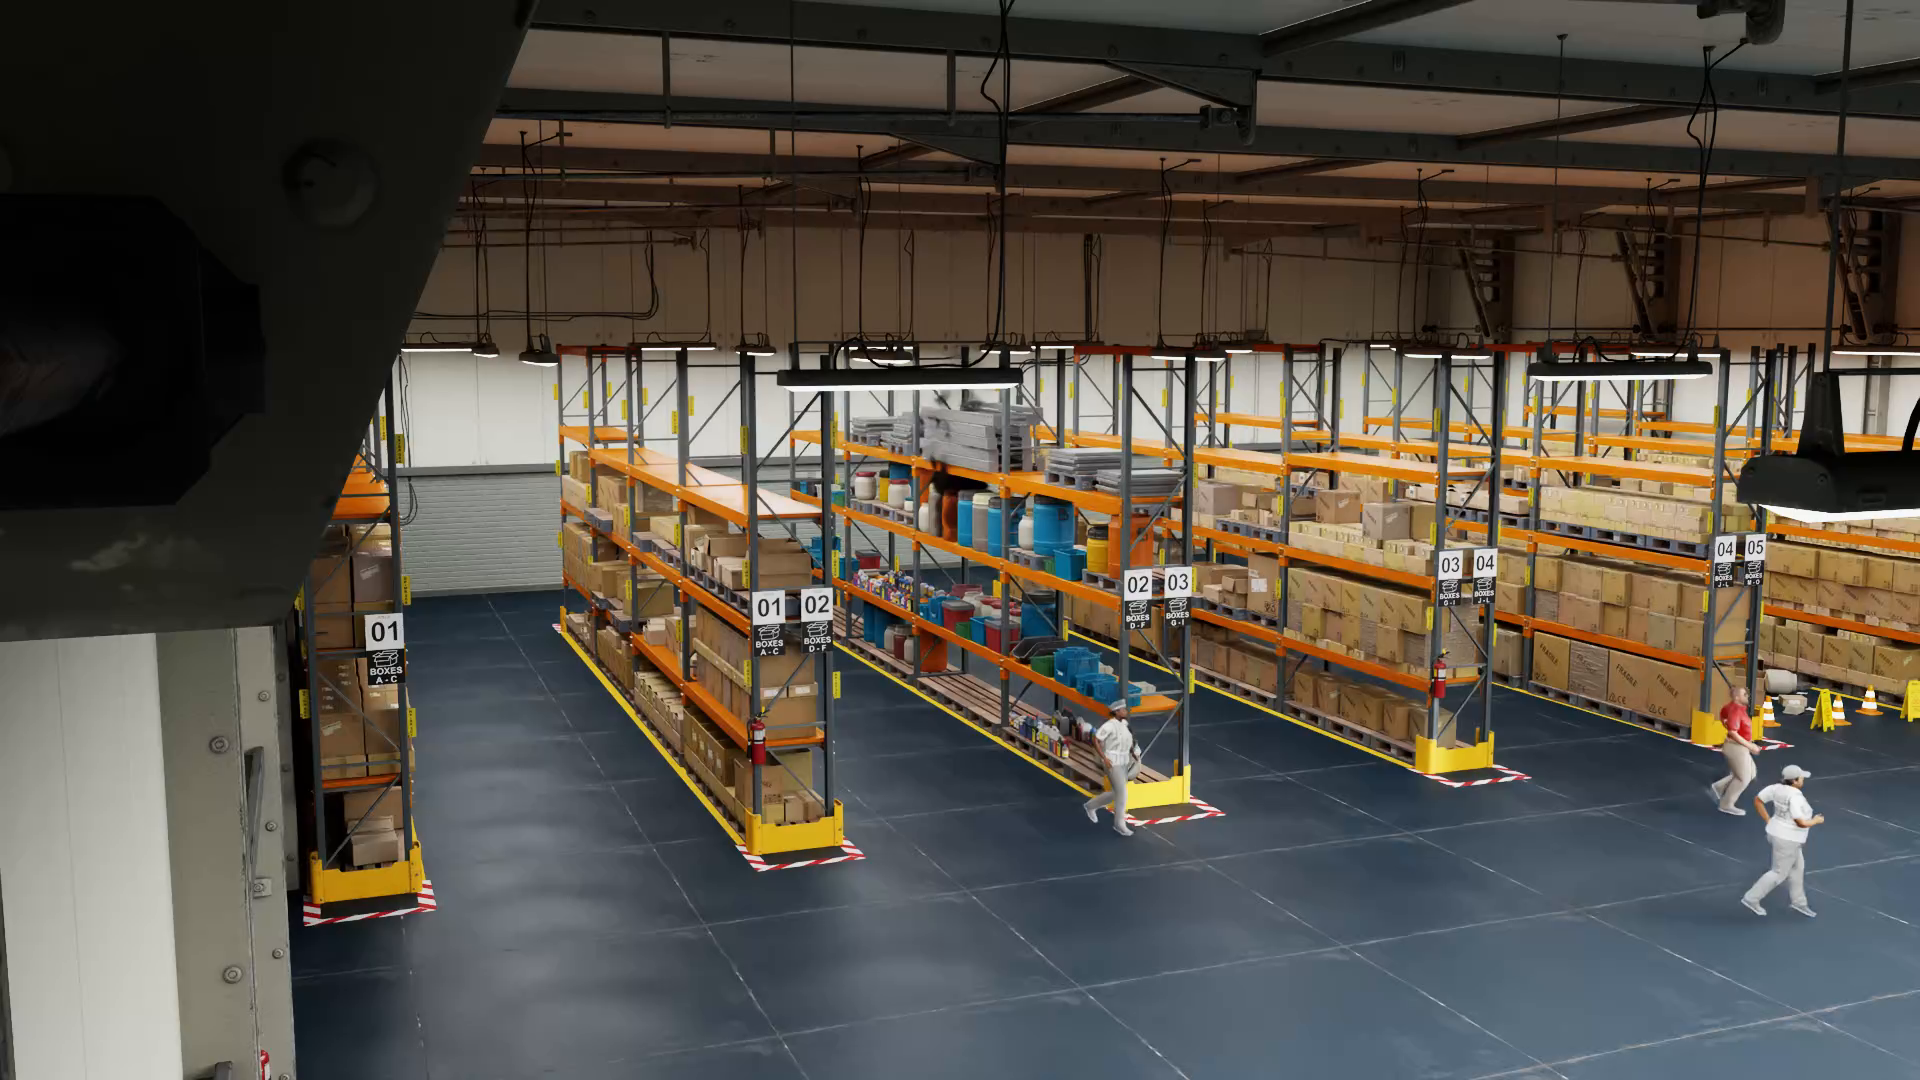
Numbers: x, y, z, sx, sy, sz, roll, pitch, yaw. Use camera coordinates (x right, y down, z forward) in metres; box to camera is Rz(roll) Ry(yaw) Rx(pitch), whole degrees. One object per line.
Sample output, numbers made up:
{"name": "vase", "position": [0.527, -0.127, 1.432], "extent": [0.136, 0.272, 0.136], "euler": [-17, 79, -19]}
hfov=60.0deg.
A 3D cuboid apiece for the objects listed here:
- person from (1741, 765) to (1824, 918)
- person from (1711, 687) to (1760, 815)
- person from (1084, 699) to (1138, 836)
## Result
{"name": "person", "position": [8.829, 3.247, 17.808], "extent": [0.857, 1.709, 0.601], "euler": [1, 7, 5]}
{"name": "person", "position": [10.157, 2.746, 21.766], "extent": [0.545, 1.693, 0.667], "euler": [3, 8, 19]}
{"name": "person", "position": [1.950, 2.847, 21.109], "extent": [0.753, 1.688, 0.605], "euler": [5, 9, 34]}
